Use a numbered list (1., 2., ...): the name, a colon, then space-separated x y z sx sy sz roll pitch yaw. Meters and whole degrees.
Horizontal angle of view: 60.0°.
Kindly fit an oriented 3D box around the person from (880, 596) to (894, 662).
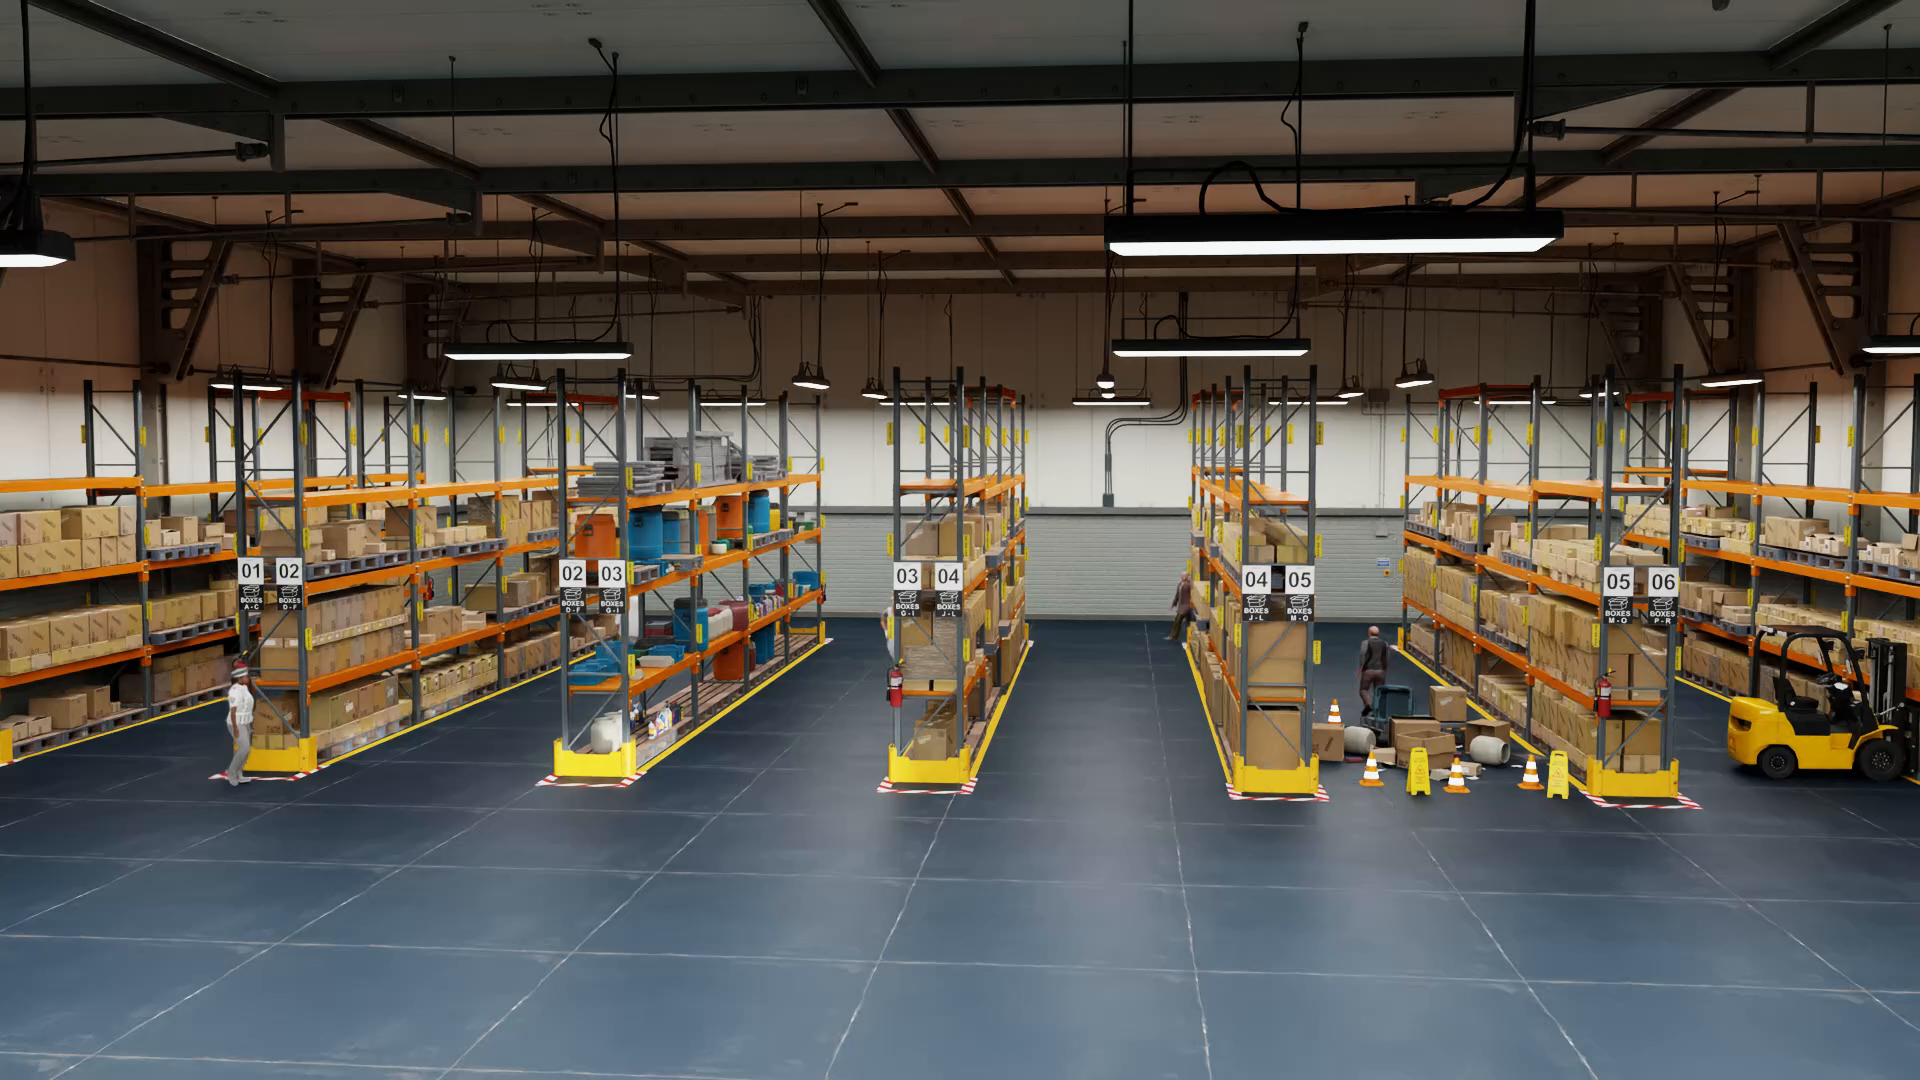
1. person: -1.332 1.987 35.044 0.669 1.690 0.609 1 4 13

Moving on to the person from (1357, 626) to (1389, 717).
1. person: 7.374 2.355 29.677 0.592 1.619 0.719 0 4 6

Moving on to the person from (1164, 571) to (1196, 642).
1. person: 5.489 1.609 40.524 1.201 1.723 0.561 -1 4 -15

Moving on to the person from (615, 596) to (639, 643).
1. person: -7.182 1.858 36.143 0.616 1.777 0.517 0 4 4

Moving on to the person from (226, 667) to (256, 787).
1. person: -10.329 2.673 23.919 0.405 1.692 0.478 0 4 4
